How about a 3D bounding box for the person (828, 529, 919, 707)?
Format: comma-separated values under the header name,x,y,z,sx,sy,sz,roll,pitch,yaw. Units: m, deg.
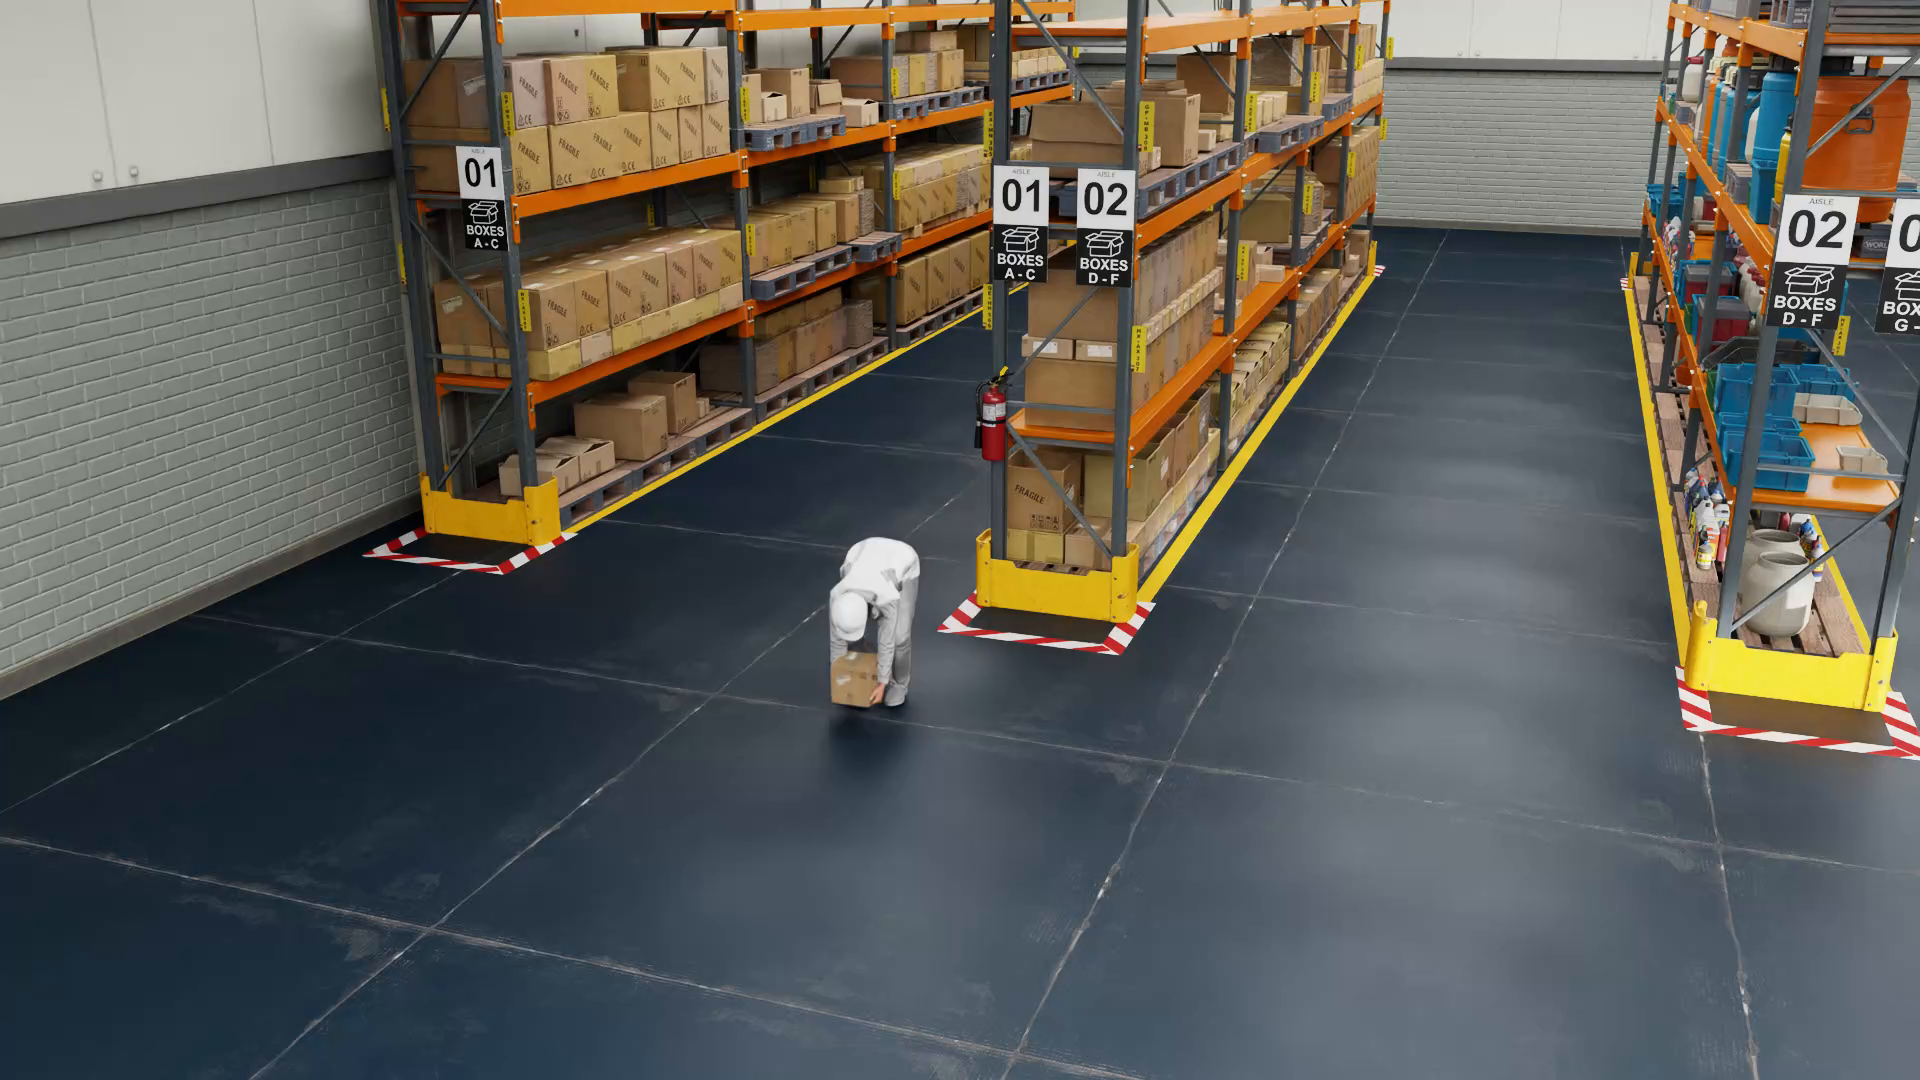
name,x,y,z,sx,sy,sz,roll,pitch,yaw
person,-0.570,0.542,10.424,0.465,1.124,1.008,6,19,16
